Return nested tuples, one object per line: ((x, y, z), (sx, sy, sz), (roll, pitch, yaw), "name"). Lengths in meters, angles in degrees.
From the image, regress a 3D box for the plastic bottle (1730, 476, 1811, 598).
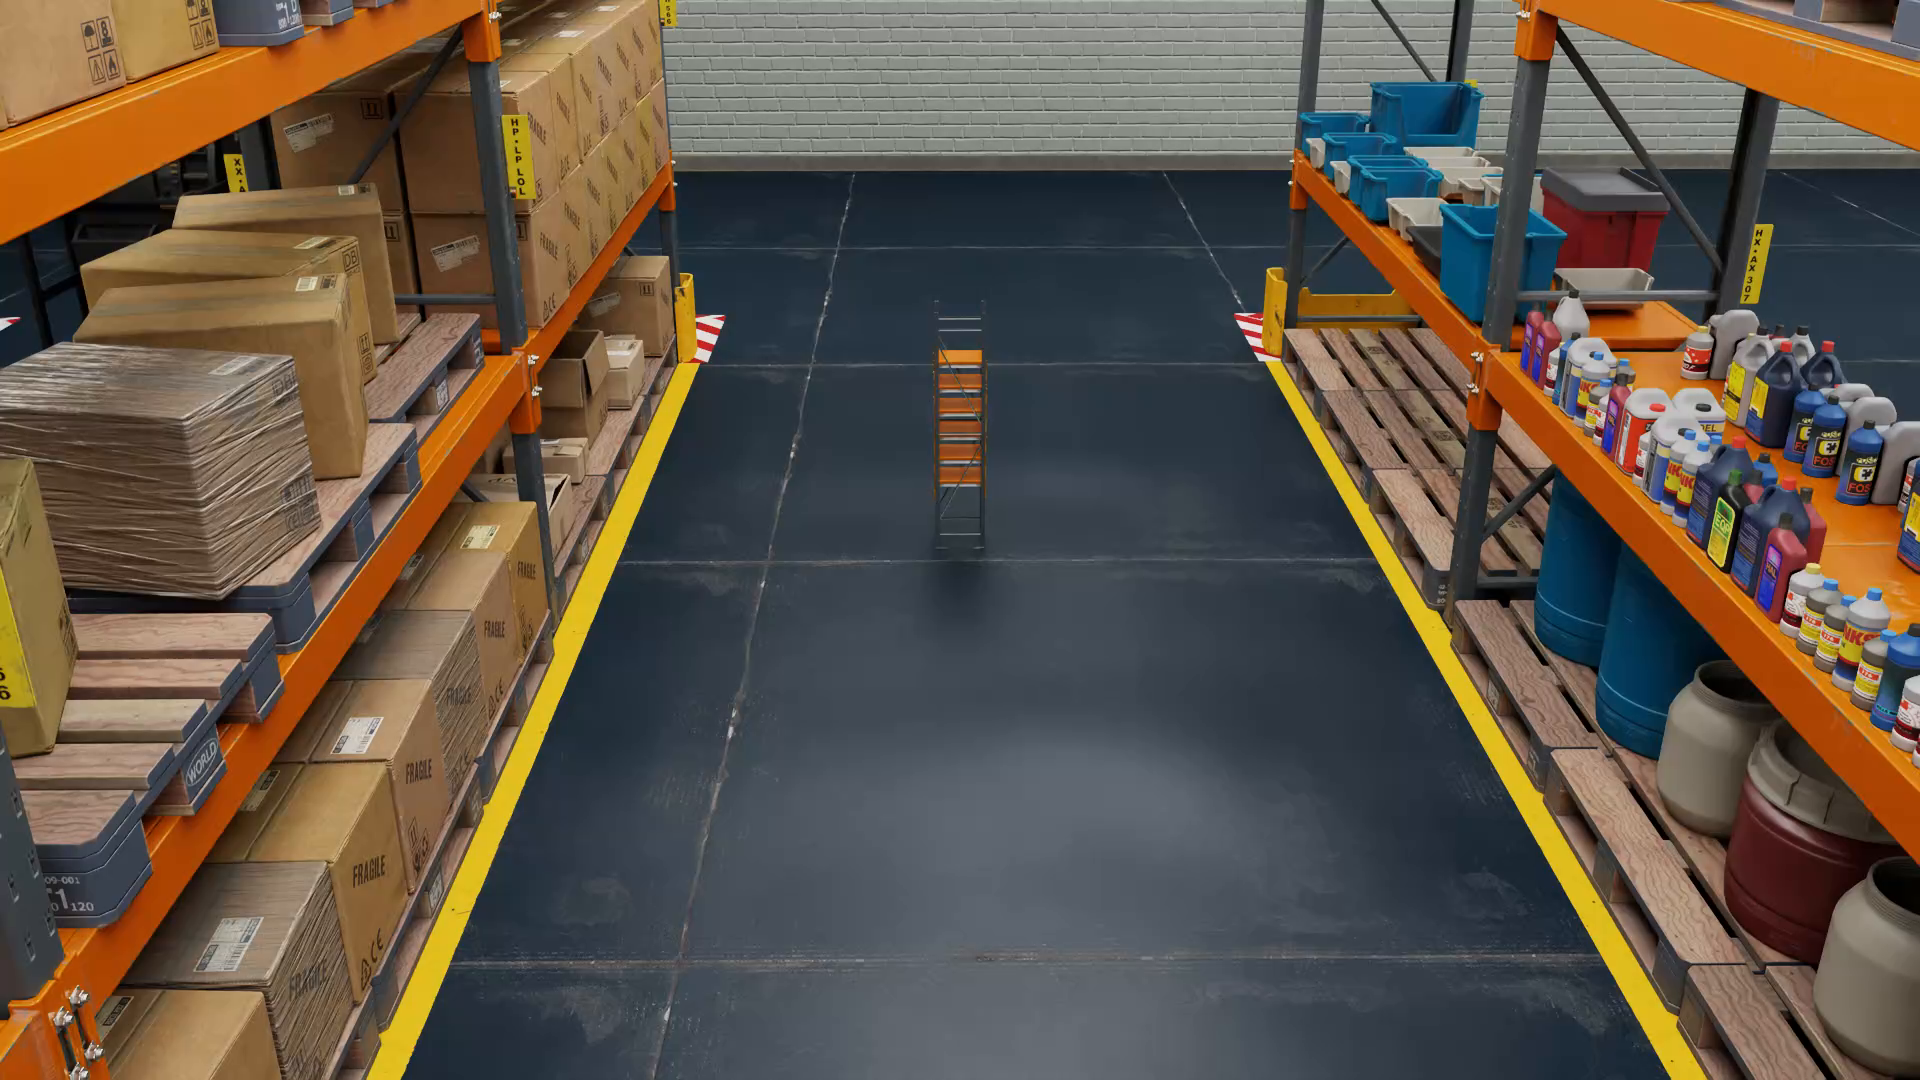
((2.308, -0.021, 4.716), (0.144, 0.351, 0.185), (0, 24, -1), "plastic bottle")

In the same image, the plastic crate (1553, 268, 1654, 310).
((2.806, -1.090, 7.267), (0.396, 0.136, 0.243), (0, 24, -1), "plastic crate")

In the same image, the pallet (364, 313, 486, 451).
((-2.385, -0.552, 6.064), (1.003, 0.211, 1.213), (0, 24, -1), "pallet")

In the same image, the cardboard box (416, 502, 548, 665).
((-1.993, 0.171, 6.731), (0.500, 0.500, 0.500), (0, 24, -1), "cardboard box")

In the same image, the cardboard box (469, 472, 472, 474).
((-2.575, -0.265, 7.694), (0.500, 0.500, 0.500), (0, 24, -1), "cardboard box")

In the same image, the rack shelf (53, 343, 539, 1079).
((-2.263, 0.182, 5.080), (1.077, 0.370, 4.000), (0, 24, -1), "rack shelf")

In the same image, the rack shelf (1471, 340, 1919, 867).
((2.690, 0.162, 5.126), (1.077, 0.370, 4.000), (0, 24, -1), "rack shelf")

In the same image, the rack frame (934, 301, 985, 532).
((-0.001, -0.578, 8.073), (0.240, 1.200, 0.006), (0, 24, -1), "rack frame")

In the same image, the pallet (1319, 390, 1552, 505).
((2.605, -0.527, 9.158), (1.003, 0.211, 1.213), (0, 24, -1), "pallet")

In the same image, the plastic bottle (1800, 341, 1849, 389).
((3.007, -0.514, 5.807), (0.144, 0.351, 0.185), (0, 24, -1), "plastic bottle")

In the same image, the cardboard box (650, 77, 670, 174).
((-2.052, -2.480, 9.972), (0.500, 0.500, 0.500), (0, 24, 1), "cardboard box")

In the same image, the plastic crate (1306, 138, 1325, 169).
((2.219, -2.310, 9.965), (0.250, 0.136, 0.298), (0, 24, -1), "plastic crate")

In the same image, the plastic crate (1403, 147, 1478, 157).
((2.814, -2.211, 9.745), (0.396, 0.136, 0.243), (0, 24, -1), "plastic crate")

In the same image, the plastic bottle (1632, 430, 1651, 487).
((2.276, -0.278, 5.465), (0.097, 0.201, 0.097), (0, 24, 0), "plastic bottle")

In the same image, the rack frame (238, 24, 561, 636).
((-2.285, -0.970, 6.754), (1.000, 3.000, 0.127), (0, 24, -1), "rack frame")

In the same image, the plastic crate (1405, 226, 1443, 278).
((2.387, -1.352, 7.861), (0.437, 0.125, 0.590), (0, 24, -1), "plastic crate")

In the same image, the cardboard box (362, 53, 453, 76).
((-2.558, -1.889, 7.452), (0.500, 0.500, 0.500), (-1, 24, -2), "cardboard box")

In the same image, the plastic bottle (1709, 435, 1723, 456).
((2.429, -0.238, 5.378), (0.097, 0.201, 0.097), (0, 24, 0), "plastic bottle")

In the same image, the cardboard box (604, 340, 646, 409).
((-2.096, -0.951, 9.515), (0.500, 0.250, 0.500), (0, 24, -1), "cardboard box")

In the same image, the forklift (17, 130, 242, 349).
((-4.748, -2.125, 9.393), (1.130, 2.935, 3.031), (1, 24, 2), "forklift")

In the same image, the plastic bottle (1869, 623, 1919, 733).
((2.293, 0.329, 4.039), (0.097, 0.271, 0.097), (0, 24, 0), "plastic bottle")

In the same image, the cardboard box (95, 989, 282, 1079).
((-1.961, 1.428, 3.951), (0.500, 0.500, 0.500), (1, 24, 2), "cardboard box")

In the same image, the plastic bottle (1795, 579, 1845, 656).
((2.289, 0.200, 4.408), (0.097, 0.201, 0.097), (0, 24, 0), "plastic bottle")

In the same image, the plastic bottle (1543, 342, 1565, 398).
((2.266, -0.644, 6.276), (0.097, 0.201, 0.097), (0, 24, 0), "plastic bottle")

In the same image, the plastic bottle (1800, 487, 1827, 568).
((2.410, -0.001, 4.755), (0.061, 0.283, 0.133), (0, 24, -1), "plastic bottle")

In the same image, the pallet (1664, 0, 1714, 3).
((2.774, -1.948, 5.507), (1.213, 0.211, 1.003), (0, 24, -1), "pallet")

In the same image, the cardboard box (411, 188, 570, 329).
((-2.018, -1.226, 7.200), (0.500, 0.500, 0.500), (0, 24, 1), "cardboard box")

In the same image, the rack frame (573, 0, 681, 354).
((-2.329, -2.618, 10.398), (1.000, 3.000, 0.127), (0, 24, -1), "rack frame")

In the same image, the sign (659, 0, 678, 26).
((-1.774, -3.284, 10.082), (0.100, 0.325, 0.005), (0, 24, -1), "sign")

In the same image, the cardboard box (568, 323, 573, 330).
((-2.601, -1.134, 9.920), (0.500, 0.250, 0.500), (0, 24, -1), "cardboard box")

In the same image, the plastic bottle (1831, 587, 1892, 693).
((2.291, 0.249, 4.216), (0.097, 0.271, 0.097), (0, 24, 0), "plastic bottle")

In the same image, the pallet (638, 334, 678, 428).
((-2.318, -0.987, 10.177), (1.003, 0.211, 1.213), (0, 24, -1), "pallet")

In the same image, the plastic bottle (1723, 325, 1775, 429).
((2.861, -0.590, 5.974), (0.144, 0.351, 0.185), (0, 24, -1), "plastic bottle")

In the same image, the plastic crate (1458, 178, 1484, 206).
((2.852, -1.854, 8.958), (0.298, 0.136, 0.250), (0, 24, -1), "plastic crate")

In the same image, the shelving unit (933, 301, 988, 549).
((0.000, -0.541, 7.990), (0.258, 1.200, 0.189), (0, 24, -1), "shelving unit")

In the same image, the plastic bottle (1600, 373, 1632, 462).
((2.255, -0.418, 5.676), (0.061, 0.283, 0.133), (0, 24, -1), "plastic bottle")

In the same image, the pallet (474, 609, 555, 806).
((-2.238, 0.636, 6.588), (1.003, 0.211, 1.213), (0, 24, -1), "pallet")

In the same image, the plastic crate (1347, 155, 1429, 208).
((2.312, -1.944, 9.038), (0.416, 0.233, 0.300), (0, 24, -1), "plastic crate")

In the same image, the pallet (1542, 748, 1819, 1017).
((2.651, 1.102, 5.556), (1.003, 0.211, 1.213), (0, 24, -1), "pallet")

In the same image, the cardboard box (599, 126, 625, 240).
((-2.037, -1.853, 8.586), (0.500, 0.500, 0.500), (-1, 24, -1), "cardboard box")

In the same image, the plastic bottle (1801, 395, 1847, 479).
((2.882, -0.349, 5.537), (0.097, 0.271, 0.097), (0, 24, 0), "plastic bottle")

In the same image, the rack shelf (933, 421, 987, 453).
((0.000, -0.500, 8.008), (0.258, 0.103, 0.180), (0, 24, -1), "rack shelf")

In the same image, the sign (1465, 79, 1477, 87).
((3.174, -2.722, 10.431), (0.100, 0.325, 0.005), (0, 24, -1), "sign")

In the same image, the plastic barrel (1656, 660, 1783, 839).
((2.581, 0.701, 5.569), (0.421, 0.512, 0.421), (0, 24, 0), "plastic barrel")

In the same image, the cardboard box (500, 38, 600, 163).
((-2.020, -2.091, 7.898), (0.500, 0.500, 0.500), (-1, 24, -2), "cardboard box")

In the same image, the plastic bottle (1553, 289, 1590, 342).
((2.348, -0.805, 6.449), (0.144, 0.351, 0.185), (0, 24, -1), "plastic bottle")

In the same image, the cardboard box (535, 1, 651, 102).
((-2.043, -2.729, 9.308), (0.500, 0.500, 0.500), (0, 24, 1), "cardboard box")

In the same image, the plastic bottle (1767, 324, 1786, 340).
((3.044, -0.681, 6.257), (0.061, 0.283, 0.133), (0, 24, -1), "plastic bottle")

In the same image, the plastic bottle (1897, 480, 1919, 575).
((2.867, -0.080, 4.848), (0.144, 0.351, 0.185), (0, 24, -1), "plastic bottle")

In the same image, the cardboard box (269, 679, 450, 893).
((-1.983, 0.791, 5.361), (0.500, 0.500, 0.500), (-1, 24, -2), "cardboard box")

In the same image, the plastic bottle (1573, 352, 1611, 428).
((2.270, -0.541, 5.961), (0.097, 0.271, 0.097), (0, 24, 0), "plastic bottle")

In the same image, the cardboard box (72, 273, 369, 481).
((-2.204, -0.479, 5.038), (0.700, 0.500, 0.500), (-6, 25, -14), "cardboard box")

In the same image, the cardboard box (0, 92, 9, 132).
((-2.280, -0.913, 2.868), (0.910, 0.500, 0.500), (0, 24, -1), "cardboard box")

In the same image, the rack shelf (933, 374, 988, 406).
((0.000, -0.719, 7.909), (0.258, 0.103, 0.180), (0, 24, -1), "rack shelf")

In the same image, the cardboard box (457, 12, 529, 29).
((-2.574, -2.513, 8.832), (0.500, 0.500, 0.500), (0, 24, 0), "cardboard box")

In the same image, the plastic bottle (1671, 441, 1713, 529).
((2.280, -0.174, 5.151), (0.097, 0.271, 0.097), (0, 24, 0), "plastic bottle")

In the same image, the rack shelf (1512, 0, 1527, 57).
((2.646, -2.853, 8.152), (1.077, 0.370, 4.000), (0, 24, -1), "rack shelf")
